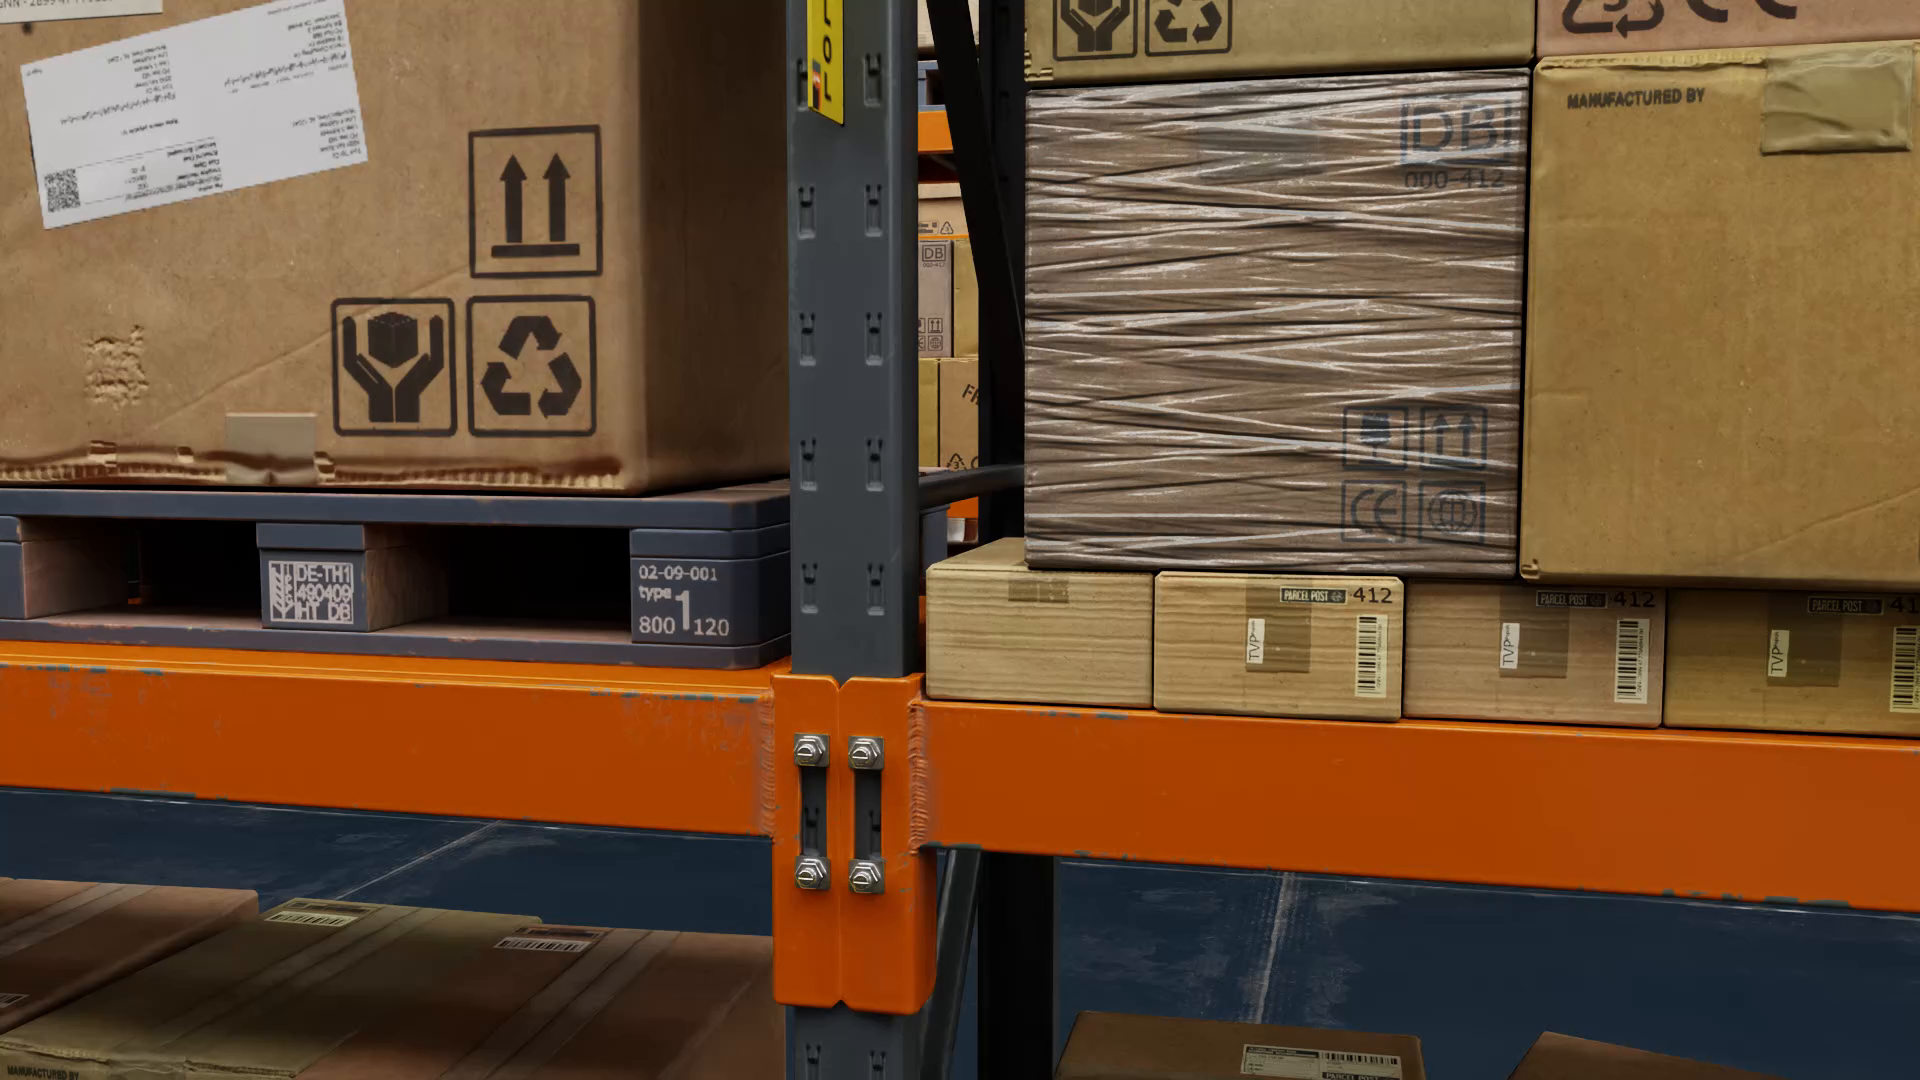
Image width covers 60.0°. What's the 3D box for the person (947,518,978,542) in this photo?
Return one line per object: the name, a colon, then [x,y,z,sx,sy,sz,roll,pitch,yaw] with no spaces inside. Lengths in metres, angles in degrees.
person: [-0.173,0.046,9.412,0.620,1.590,0.622,1,5,14]
